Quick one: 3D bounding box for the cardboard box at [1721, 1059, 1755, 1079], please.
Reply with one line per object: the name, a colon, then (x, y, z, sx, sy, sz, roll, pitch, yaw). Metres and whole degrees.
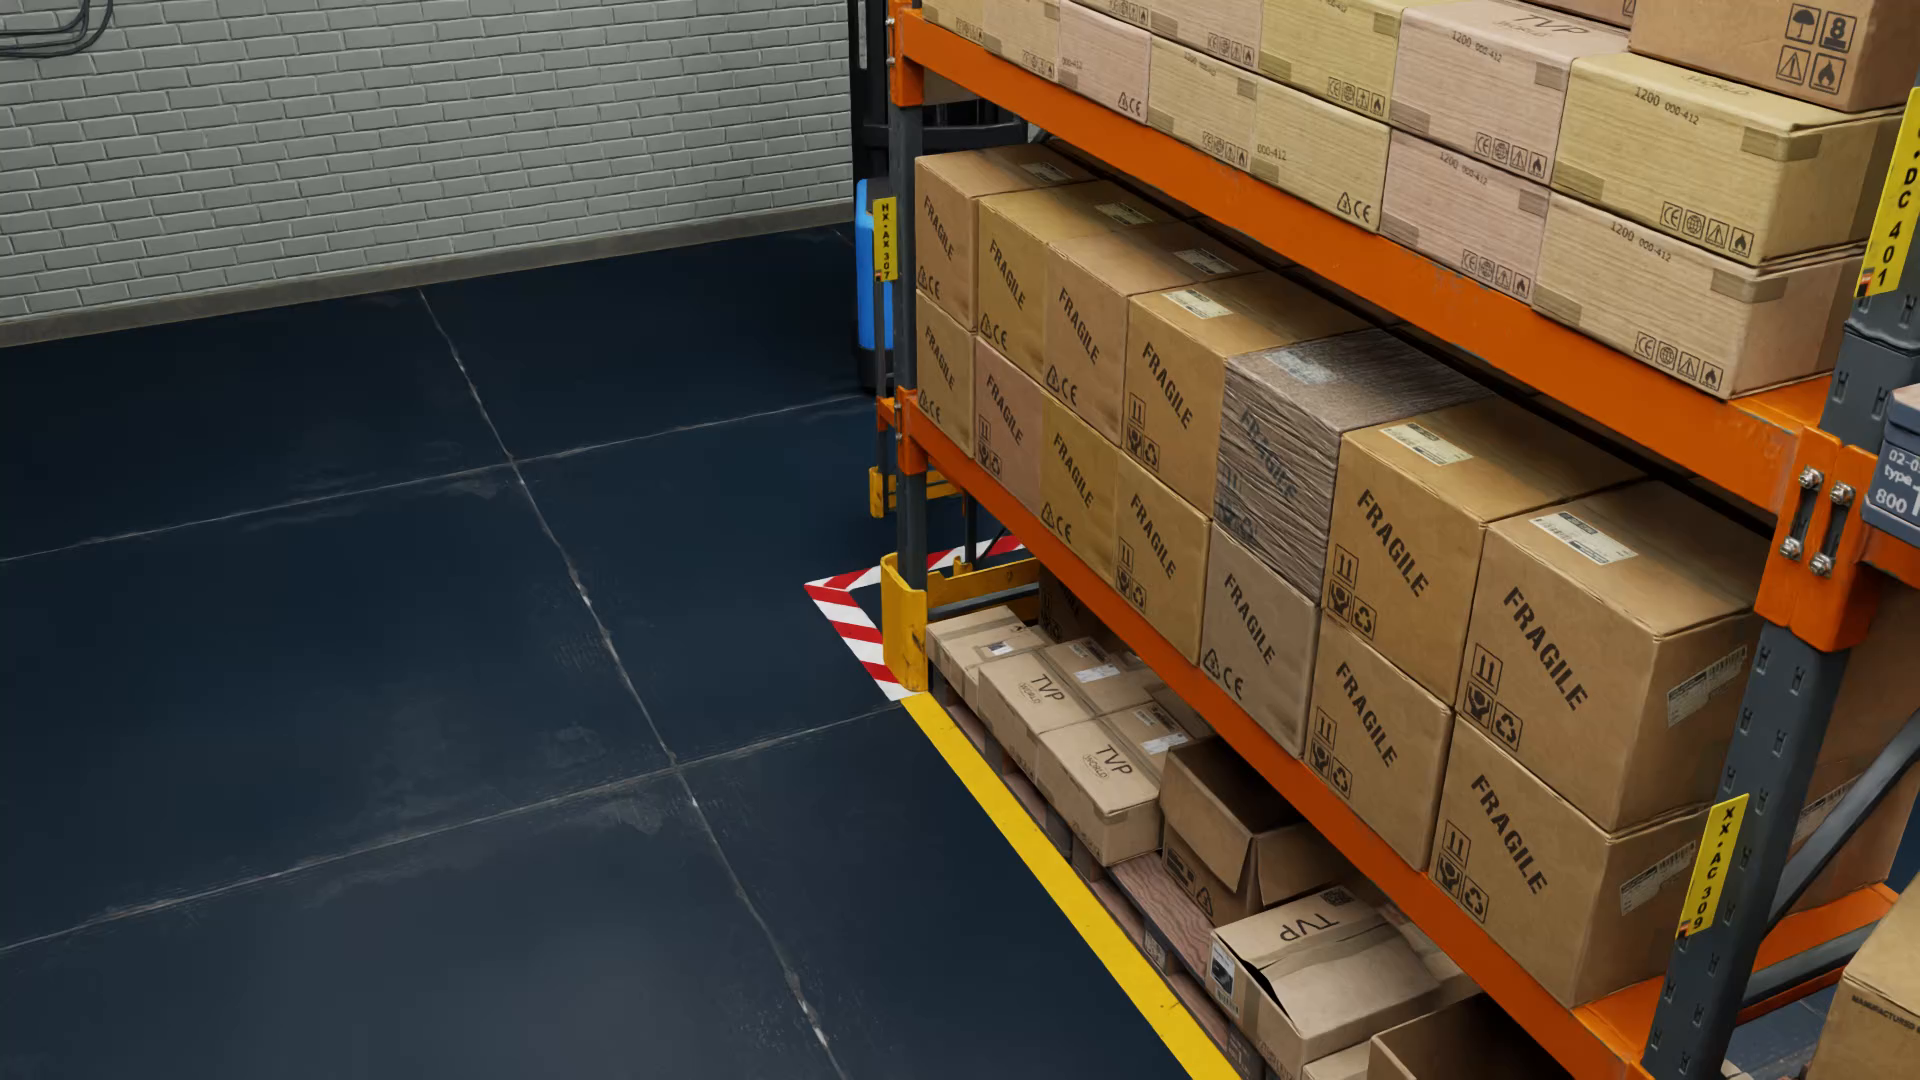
cardboard box: (1.942, 1.637, 4.563, 0.500, 0.311, 0.500, -13, 32, -22)

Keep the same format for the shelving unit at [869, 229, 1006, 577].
shelving unit: (0.033, -0.620, 7.823, 0.587, 1.500, 1.083, -13, 32, -22)

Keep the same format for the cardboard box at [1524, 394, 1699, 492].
cardboard box: (1.756, -0.088, 4.215, 0.500, 0.500, 0.500, -14, 32, -24)

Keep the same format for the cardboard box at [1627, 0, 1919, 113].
cardboard box: (1.683, -1.108, 2.967, 0.700, 0.500, 0.500, -13, 32, -22)

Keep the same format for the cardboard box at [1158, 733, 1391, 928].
cardboard box: (1.115, 0.955, 5.582, 0.797, 0.503, 0.637, -13, 32, -22)

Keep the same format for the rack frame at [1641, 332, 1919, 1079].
rack frame: (1.926, 0.887, 3.601, 1.000, 3.000, 0.127, -13, 32, -22)

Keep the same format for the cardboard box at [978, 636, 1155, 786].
cardboard box: (0.401, 0.648, 6.389, 0.500, 0.250, 0.500, -13, 32, -22)

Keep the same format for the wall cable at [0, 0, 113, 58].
wall cable: (-6.368, -3.674, 8.776, 3.097, 2.526, 0.112, -13, 32, -22)

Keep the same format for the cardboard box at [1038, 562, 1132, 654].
cardboard box: (0.665, 0.207, 6.920, 0.500, 0.500, 0.500, -13, 32, -22)

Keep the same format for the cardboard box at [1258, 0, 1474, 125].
cardboard box: (1.048, -1.175, 3.853, 0.500, 0.250, 0.500, -13, 32, -22)

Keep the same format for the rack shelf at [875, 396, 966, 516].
rack shelf: (0.037, -0.460, 7.904, 0.538, 0.185, 1.000, -13, 32, -22)

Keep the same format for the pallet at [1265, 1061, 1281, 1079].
pallet: (1.632, 1.800, 4.825, 1.003, 0.211, 1.213, -13, 32, -22)

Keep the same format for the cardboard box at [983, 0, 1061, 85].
cardboard box: (0.403, -1.619, 5.157, 0.500, 0.250, 0.500, -13, 32, -22)

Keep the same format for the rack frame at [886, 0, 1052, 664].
rack frame: (0.209, -0.880, 6.752, 1.000, 3.000, 0.127, -13, 32, -22)

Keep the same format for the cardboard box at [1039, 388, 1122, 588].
cardboard box: (0.601, -0.223, 5.479, 0.500, 0.500, 0.500, -13, 32, -22)

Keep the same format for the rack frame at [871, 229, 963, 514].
rack frame: (-0.182, -0.841, 8.216, 0.500, 1.500, 0.032, -13, 32, -22)

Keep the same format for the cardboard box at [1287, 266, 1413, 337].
cardboard box: (1.314, -0.543, 5.027, 0.500, 0.500, 0.500, -12, 31, -20)

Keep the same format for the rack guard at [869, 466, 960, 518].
rack guard: (-0.181, -0.295, 8.521, 0.587, 0.250, 0.087, -13, 32, -22)

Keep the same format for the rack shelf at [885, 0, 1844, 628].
rack shelf: (1.068, -0.991, 4.619, 1.077, 0.370, 4.000, -13, 32, -22)

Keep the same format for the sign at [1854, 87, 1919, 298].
sign: (1.440, -0.530, 2.532, 0.100, 0.325, 0.005, -13, 32, -22)

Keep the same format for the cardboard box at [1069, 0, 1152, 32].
cardboard box: (0.623, -1.617, 4.643, 0.500, 0.250, 0.500, -13, 32, -22)

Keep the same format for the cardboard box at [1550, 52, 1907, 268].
cardboard box: (1.472, -0.732, 3.063, 0.500, 0.250, 0.500, -13, 32, -22)

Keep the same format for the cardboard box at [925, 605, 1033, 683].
cardboard box: (0.079, 0.429, 6.884, 0.380, 0.149, 0.250, -13, 32, -22)

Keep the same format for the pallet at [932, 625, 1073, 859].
pallet: (0.585, 0.722, 6.747, 1.003, 0.211, 1.213, -13, 32, -22)

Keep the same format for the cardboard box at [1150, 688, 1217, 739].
cardboard box: (1.046, 0.742, 6.222, 0.500, 0.250, 0.500, -13, 32, -22)

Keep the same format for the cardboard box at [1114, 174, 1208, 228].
cardboard box: (0.866, -0.998, 5.838, 0.500, 0.500, 0.500, -12, 32, -21)

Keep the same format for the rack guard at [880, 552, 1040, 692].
rack guard: (0.242, 0.244, 7.304, 1.175, 0.500, 0.348, -13, 32, -22)

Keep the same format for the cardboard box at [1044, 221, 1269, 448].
cardboard box: (0.603, -0.657, 5.230, 0.500, 0.500, 0.500, -13, 32, -21)

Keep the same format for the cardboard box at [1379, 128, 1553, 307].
cardboard box: (1.272, -0.738, 3.586, 0.500, 0.250, 0.500, -13, 32, -22)

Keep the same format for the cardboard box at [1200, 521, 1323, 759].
cardboard box: (1.035, 0.223, 4.684, 0.500, 0.500, 0.500, -12, 32, -21)

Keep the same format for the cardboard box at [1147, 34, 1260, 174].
cardboard box: (0.840, -1.179, 4.372, 0.500, 0.250, 0.500, -13, 32, -22)

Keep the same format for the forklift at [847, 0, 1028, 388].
forklift: (-0.136, -2.850, 10.335, 1.130, 2.935, 3.031, -1, 29, -2)

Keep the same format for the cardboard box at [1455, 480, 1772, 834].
cardboard box: (1.476, 0.238, 3.634, 0.500, 0.500, 0.500, -13, 32, -22)

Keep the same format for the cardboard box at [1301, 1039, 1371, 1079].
cardboard box: (1.210, 1.593, 4.807, 0.380, 0.149, 0.250, -13, 32, -22)

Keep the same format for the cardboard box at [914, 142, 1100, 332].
cardboard box: (0.162, -1.108, 6.035, 0.500, 0.500, 0.500, -12, 31, -20)

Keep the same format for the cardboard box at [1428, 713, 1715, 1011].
cardboard box: (1.480, 0.676, 3.875, 0.500, 0.500, 0.500, -13, 32, -21)

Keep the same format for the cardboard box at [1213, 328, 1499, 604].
cardboard box: (1.037, -0.210, 4.433, 0.500, 0.500, 0.500, -13, 32, -22)

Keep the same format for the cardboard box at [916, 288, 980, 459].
cardboard box: (0.162, -0.672, 6.280, 0.500, 0.500, 0.500, -12, 32, -21)
